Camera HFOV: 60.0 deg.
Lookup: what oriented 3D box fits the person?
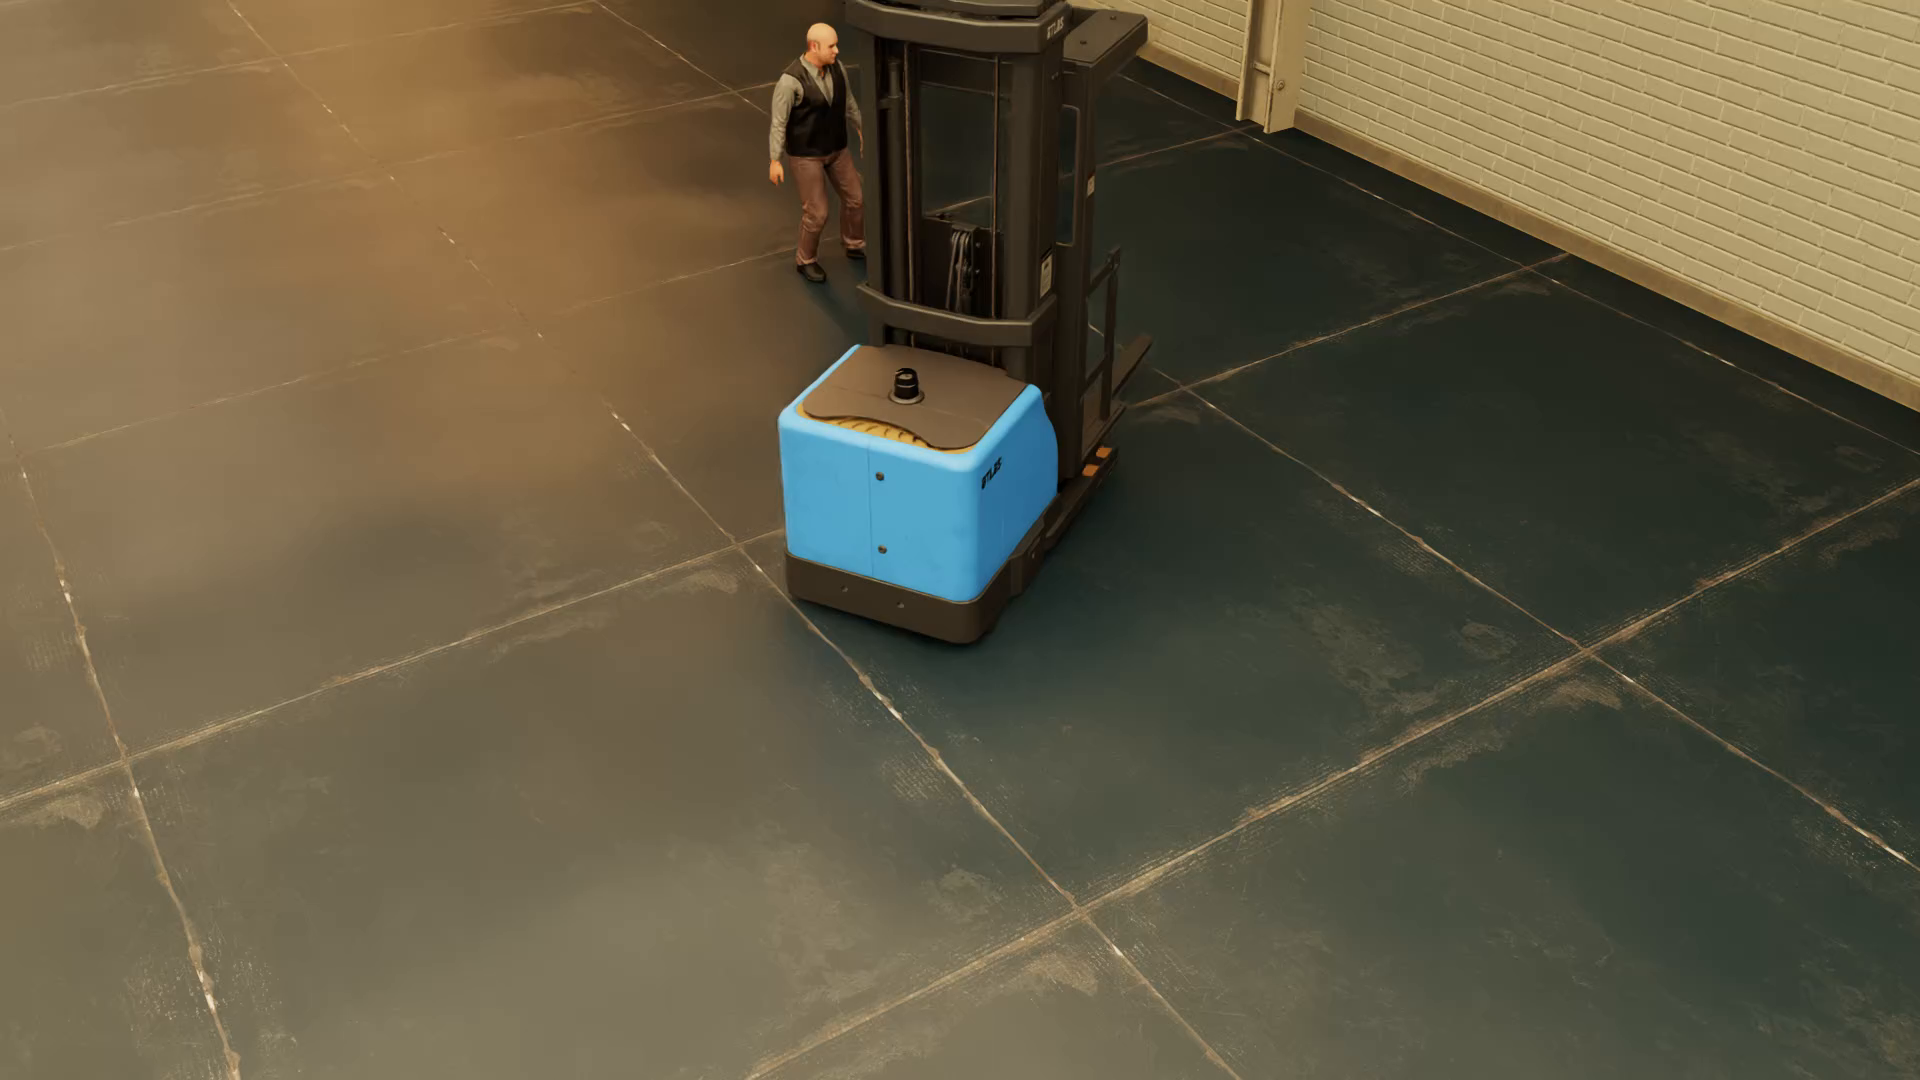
[{"bbox_3d":[-0.895,-2.534,10.830,0.395,1.696,0.795,28,44,34],"label":"person"}]

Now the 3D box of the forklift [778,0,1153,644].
[{"bbox_3d":[0.224,-1.545,8.346,1.130,2.935,3.031,15,38,20],"label":"forklift"}]
